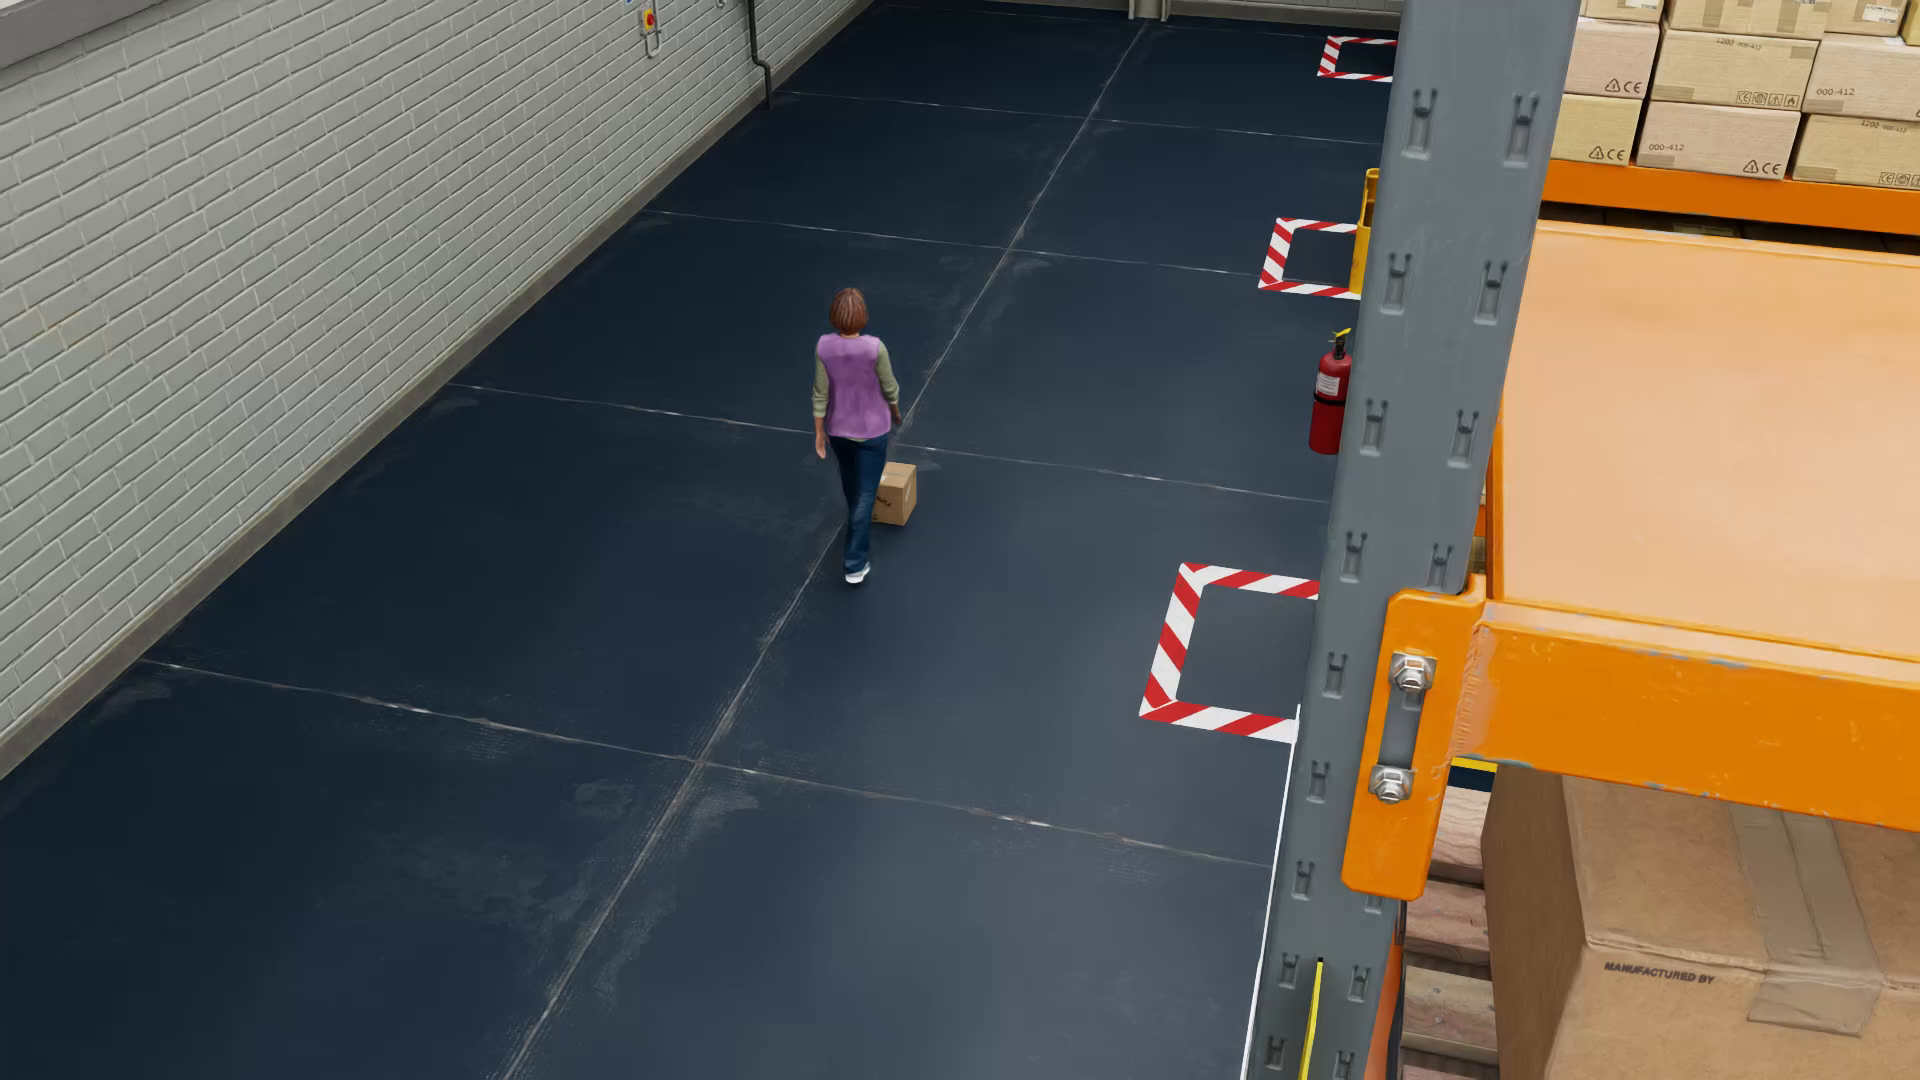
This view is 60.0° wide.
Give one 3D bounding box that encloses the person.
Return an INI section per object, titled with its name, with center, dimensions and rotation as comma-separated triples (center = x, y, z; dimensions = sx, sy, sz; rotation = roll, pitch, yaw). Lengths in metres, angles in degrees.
[person]
center = -0.502, -0.610, 8.590
dimensions = 0.425, 1.548, 0.838
rotation = 9, 34, 13
